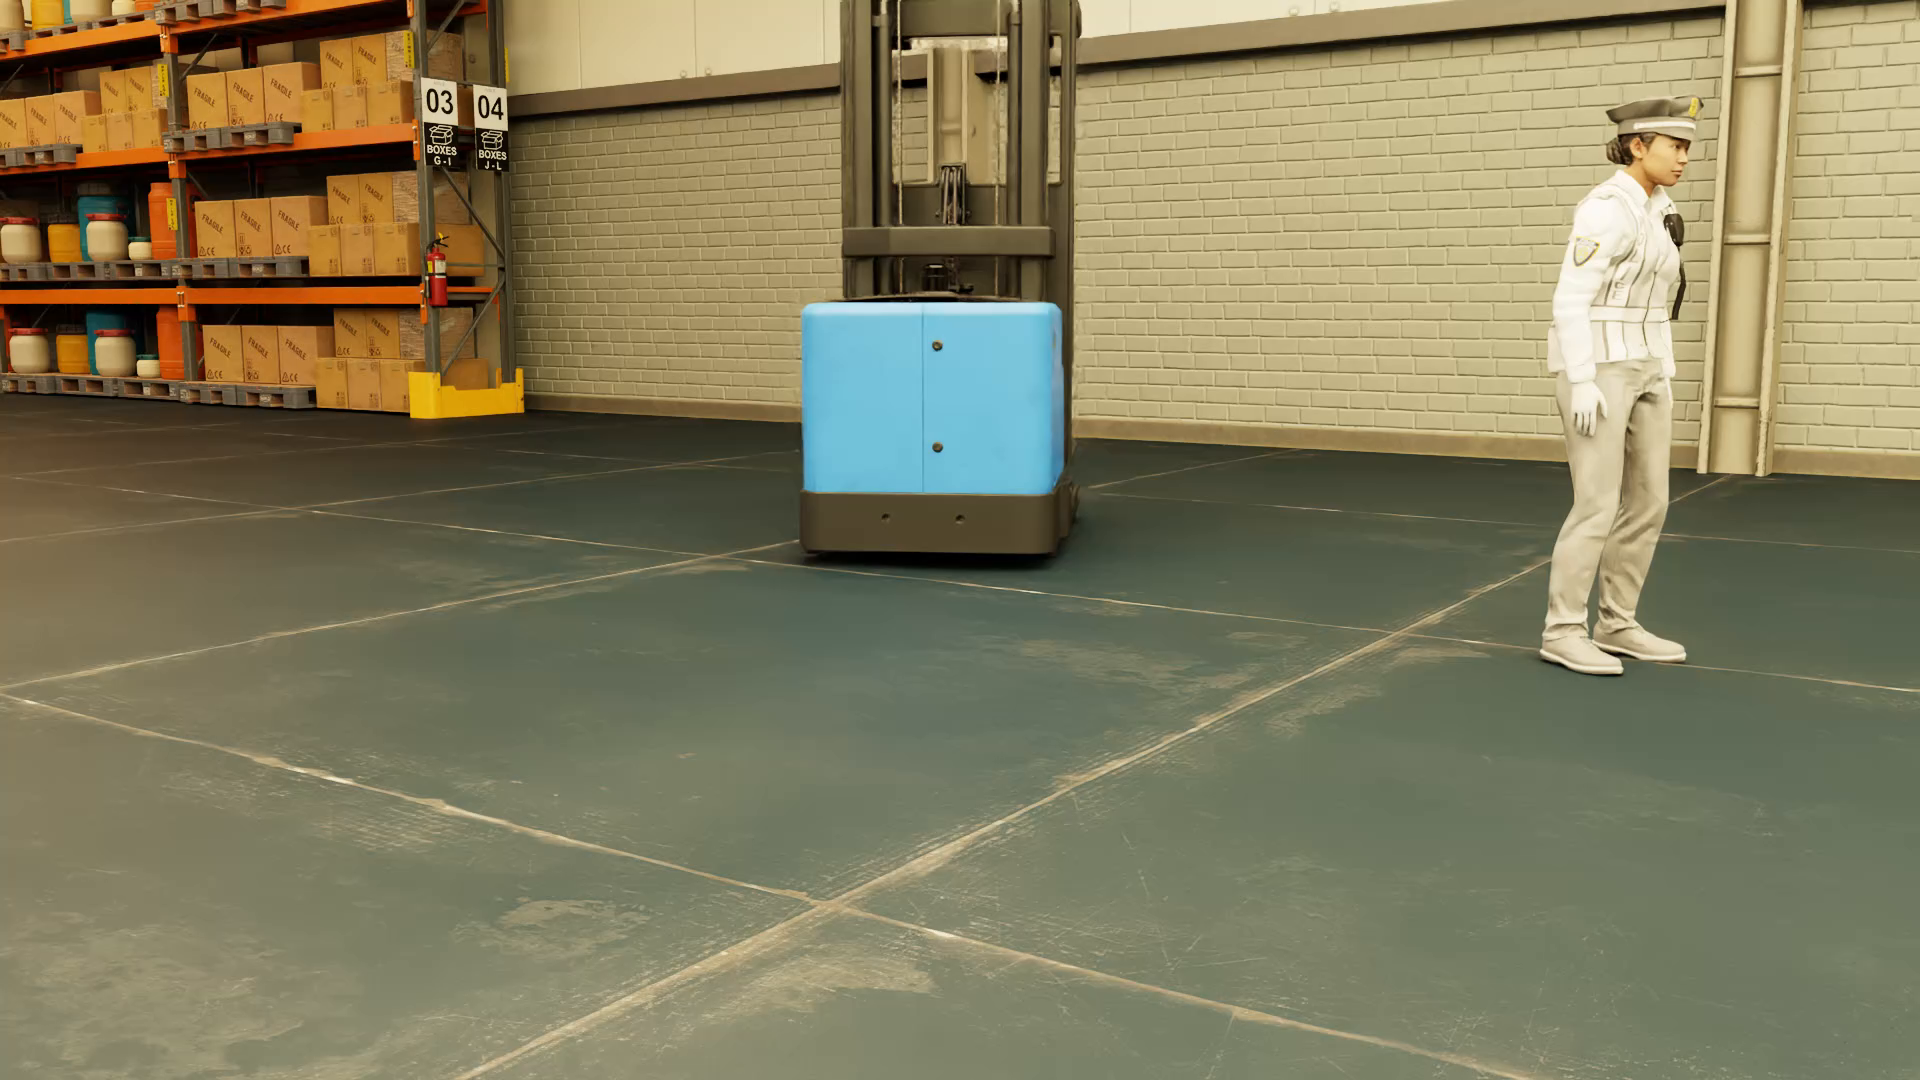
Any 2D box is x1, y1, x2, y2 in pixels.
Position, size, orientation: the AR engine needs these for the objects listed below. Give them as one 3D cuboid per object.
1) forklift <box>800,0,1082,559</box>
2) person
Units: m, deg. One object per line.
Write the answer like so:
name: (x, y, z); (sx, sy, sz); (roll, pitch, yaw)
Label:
forklift: (0.018, -1.541, 8.028); (1.130, 2.935, 3.031); (1, 8, 6)
person: (1.963, -0.459, 4.944); (0.530, 1.664, 0.371); (-6, 10, -37)
